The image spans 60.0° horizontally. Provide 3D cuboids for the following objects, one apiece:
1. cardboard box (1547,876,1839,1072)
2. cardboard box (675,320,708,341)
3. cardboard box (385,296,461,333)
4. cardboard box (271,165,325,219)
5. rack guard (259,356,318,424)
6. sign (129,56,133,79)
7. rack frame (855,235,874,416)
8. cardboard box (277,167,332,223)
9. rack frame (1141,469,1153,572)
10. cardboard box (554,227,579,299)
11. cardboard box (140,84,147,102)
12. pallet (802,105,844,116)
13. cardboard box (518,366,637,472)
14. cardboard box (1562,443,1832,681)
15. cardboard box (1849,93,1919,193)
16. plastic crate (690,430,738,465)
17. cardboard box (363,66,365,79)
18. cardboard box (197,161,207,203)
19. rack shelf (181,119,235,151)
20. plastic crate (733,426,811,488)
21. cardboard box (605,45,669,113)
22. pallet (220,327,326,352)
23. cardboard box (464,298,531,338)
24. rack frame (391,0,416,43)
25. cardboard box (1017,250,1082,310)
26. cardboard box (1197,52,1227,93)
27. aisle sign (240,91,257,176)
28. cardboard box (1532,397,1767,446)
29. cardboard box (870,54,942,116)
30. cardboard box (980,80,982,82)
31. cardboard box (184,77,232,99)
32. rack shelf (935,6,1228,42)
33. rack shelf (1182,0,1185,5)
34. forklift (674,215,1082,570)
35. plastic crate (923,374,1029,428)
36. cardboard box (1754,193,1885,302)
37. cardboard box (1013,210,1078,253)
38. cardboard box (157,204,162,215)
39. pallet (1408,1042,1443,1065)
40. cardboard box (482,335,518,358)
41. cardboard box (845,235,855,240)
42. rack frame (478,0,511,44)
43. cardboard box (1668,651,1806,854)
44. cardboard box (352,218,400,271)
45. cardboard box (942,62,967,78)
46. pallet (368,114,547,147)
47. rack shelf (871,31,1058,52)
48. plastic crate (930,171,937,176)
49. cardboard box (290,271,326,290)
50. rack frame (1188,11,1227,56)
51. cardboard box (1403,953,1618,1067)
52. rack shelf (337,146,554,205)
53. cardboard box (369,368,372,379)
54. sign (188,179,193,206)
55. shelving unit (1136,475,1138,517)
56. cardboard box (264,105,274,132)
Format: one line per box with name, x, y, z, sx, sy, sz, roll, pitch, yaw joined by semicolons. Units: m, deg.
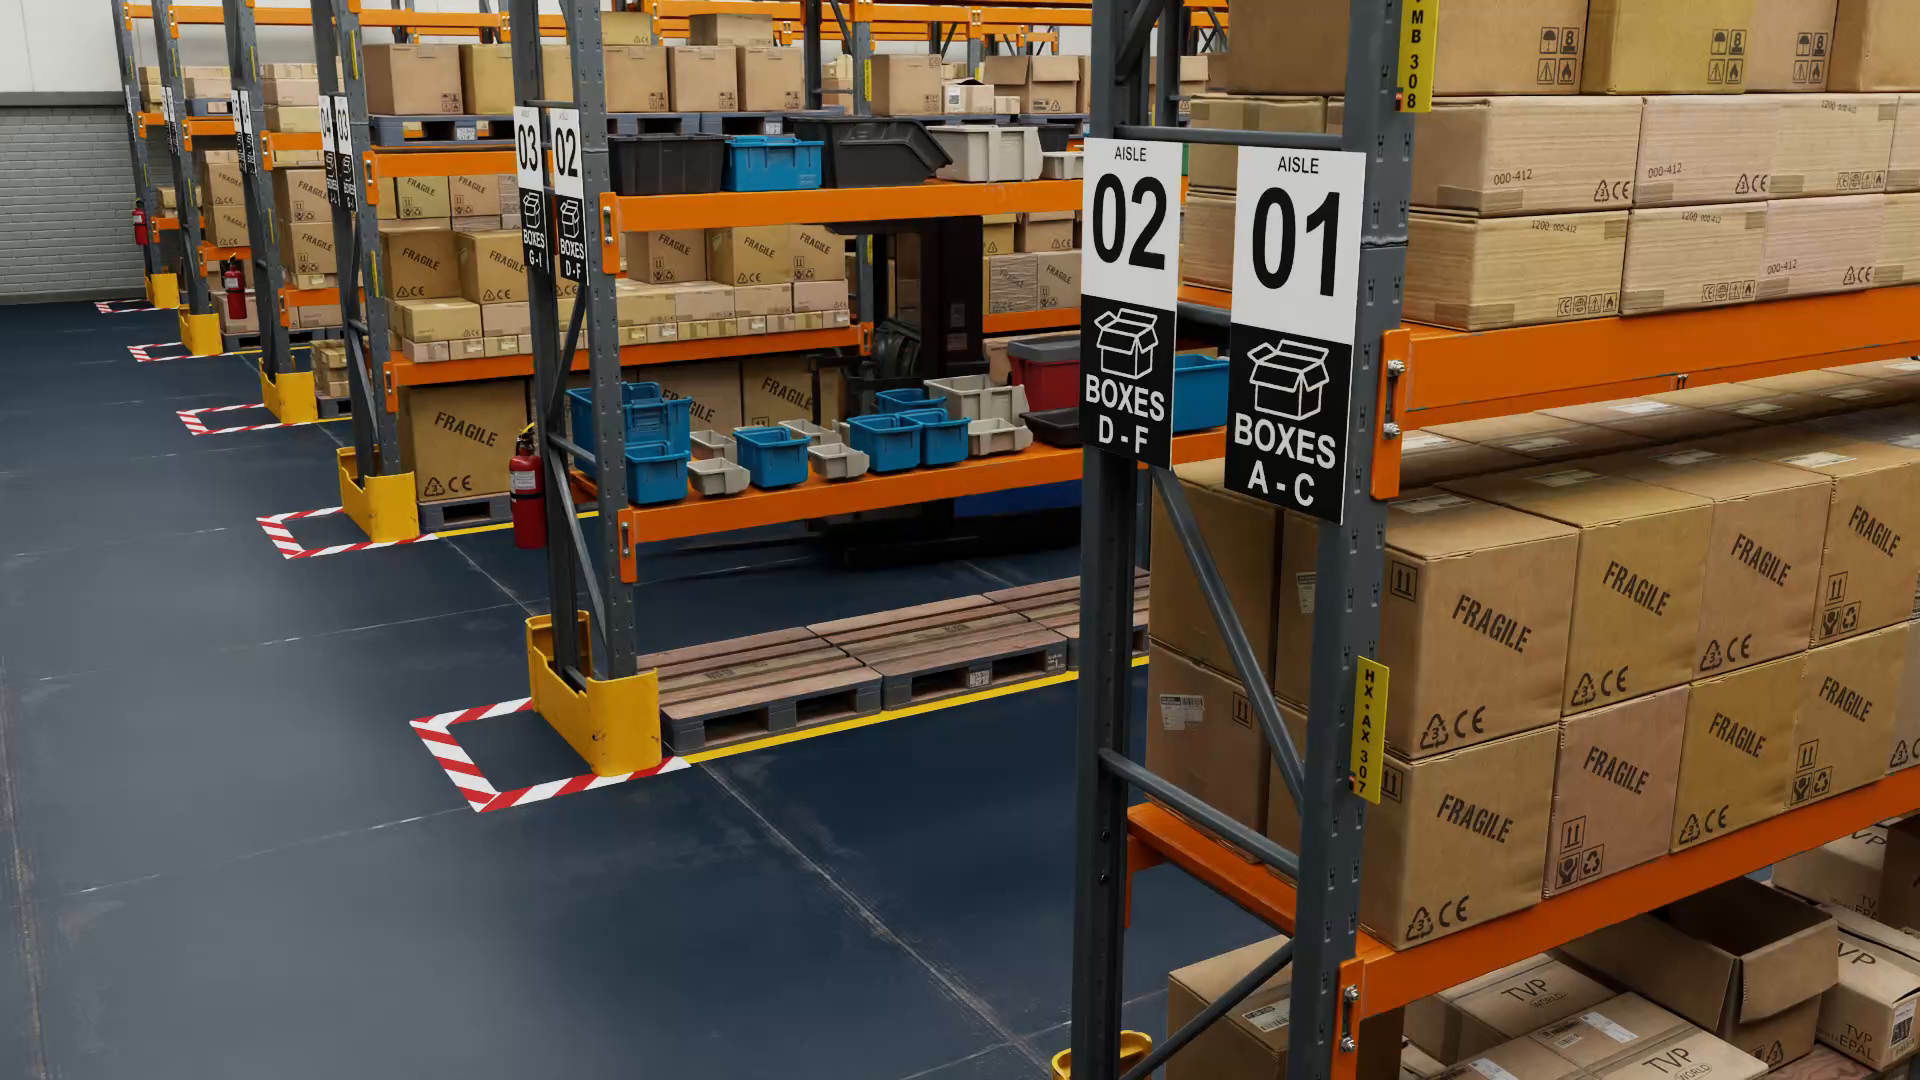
cardboard box;2.455;1.414;5.619;0.637;0.503;0.797;-9;18;-30
cardboard box;-2.230;-1.713;13.430;0.250;0.149;0.380;-10;18;-31
cardboard box;-4.186;-1.775;12.911;0.500;0.250;0.500;-10;18;-31
cardboard box;-6.668;-3.531;16.859;0.500;0.500;0.500;-10;18;-31
rack guard;-6.867;-1.544;16.991;0.348;0.500;1.175;-9;18;-30
sign;-11.848;-6.756;23.776;0.005;0.325;0.100;-9;18;-30
rack frame;-1.036;-2.131;14.455;0.127;3.000;1.000;-9;18;-30
cardboard box;-6.411;-3.411;16.430;0.500;0.500;0.500;-9;18;-30
rack frame;1.515;-0.985;10.367;0.127;3.000;1.000;-9;18;-30
cardboard box;-3.044;-2.154;12.876;0.500;0.500;0.500;-10;18;-31
cardboard box;-11.887;-6.656;24.767;0.500;0.250;0.500;-10;18;-31
pallet;-2.032;-4.853;18.955;1.003;0.211;1.213;-9;18;-30
cardboard box;-3.177;-0.988;13.536;0.875;0.875;0.875;-9;18;-30
cardboard box;2.026;0.044;4.657;0.500;0.500;0.500;-9;18;-29
cardboard box;2.497;-1.114;4.621;0.500;0.250;0.500;-9;18;-30
plastic crate;-1.308;-0.486;8.965;0.243;0.136;0.396;-9;18;-30
cardboard box;-5.831;-4.620;16.388;0.250;0.149;0.380;-9;18;-29
cardboard box;-9.277;-4.520;20.938;0.500;0.500;0.500;-9;18;-28
rack shelf;-7.854;-5.244;21.335;4.000;0.370;1.077;-9;18;-30
plastic crate;-0.968;-0.427;8.575;0.300;0.233;0.416;-9;18;-30
cardboard box;-2.660;-3.638;13.124;0.500;0.500;0.700;-8;18;-27
pallet;-8.923;-2.655;21.489;1.213;0.211;1.003;-9;18;-30
cardboard box;-3.472;-1.724;12.730;0.500;0.250;0.500;-9;18;-30
rack frame;-8.699;-8.461;25.920;0.127;3.000;1.000;-9;18;-30
cardboard box;0.787;-2.398;15.222;0.500;0.500;0.500;-9;18;-29
cardboard box;2.673;-4.545;16.396;0.500;0.500;0.500;-9;18;-28
aisle sign;-6.840;-3.909;15.981;0.004;0.787;0.394;-9;18;-30
cardboard box;2.189;-0.153;5.359;0.500;0.500;0.500;-9;18;-28
cardboard box;-0.544;-3.909;14.276;0.500;0.500;0.700;-9;18;-28
cardboard box;0.292;-6.996;25.751;0.500;0.250;0.500;-10;18;-31
cardboard box;-9.229;-5.574;20.494;0.500;0.250;0.500;-11;19;-35
rack shelf;1.640;-6.477;20.916;4.000;0.370;1.077;-9;18;-30
rack shelf;3.229;-3.613;10.700;4.000;0.370;1.077;-9;18;-30
forklift;-0.642;-1.360;11.829;3.031;2.935;1.130;-6;17;-20
plastic crate;0.111;-0.787;9.770;0.530;0.282;0.437;-9;18;-30
cardboard box;2.068;-0.804;4.440;0.500;0.250;0.500;-9;18;-30
cardboard box;0.626;-2.936;15.282;0.637;0.503;0.797;-9;18;-28
cardboard box;-11.982;-5.003;25.166;0.250;0.149;0.380;-9;18;-30
pallet;1.382;1.939;5.104;1.213;0.211;1.003;-9;18;-30
cardboard box;-3.552;-1.499;12.665;0.250;0.149;0.380;-10;18;-31
cardboard box;-1.363;-3.578;19.304;0.250;0.149;0.380;-9;18;-28
rack frame;-6.139;-7.313;21.825;0.127;3.000;1.000;-9;18;-30
cardboard box;2.022;0.526;4.789;0.500;0.500;0.500;-9;18;-30
cardboard box;-5.959;-3.007;16.843;0.500;0.500;0.500;-9;18;-30
cardboard box;-0.117;-8.675;31.087;0.637;0.503;0.797;-9;18;-28
pallet;-3.834;-3.082;12.455;1.213;0.211;1.003;-9;18;-30
rack shelf;-0.127;-9.312;31.030;4.000;0.370;1.077;-9;18;-30
plastic crate;-0.270;-2.091;9.244;0.530;0.136;0.437;-9;18;-30
cardboard box;-6.486;-2.585;16.540;0.250;0.149;0.380;-9;18;-30
rack frame;3.354;-7.293;21.757;0.127;3.000;1.000;-9;18;-30
cardboard box;1.803;1.572;5.524;0.500;0.250;0.500;-9;18;-30
rack shelf;-2.750;-2.951;13.156;4.000;0.370;1.077;-9;18;-30
cardboard box;-6.087;-1.748;17.041;0.250;0.149;0.380;-9;18;-30
sign;-9.287;-4.194;20.063;0.005;0.325;0.100;-9;18;-30
shelving unit;1.068;-0.664;12.555;0.503;1.200;0.258;-6;17;-20
cardboard box;-6.679;-4.233;16.675;0.500;0.250;0.500;-10;18;-31
